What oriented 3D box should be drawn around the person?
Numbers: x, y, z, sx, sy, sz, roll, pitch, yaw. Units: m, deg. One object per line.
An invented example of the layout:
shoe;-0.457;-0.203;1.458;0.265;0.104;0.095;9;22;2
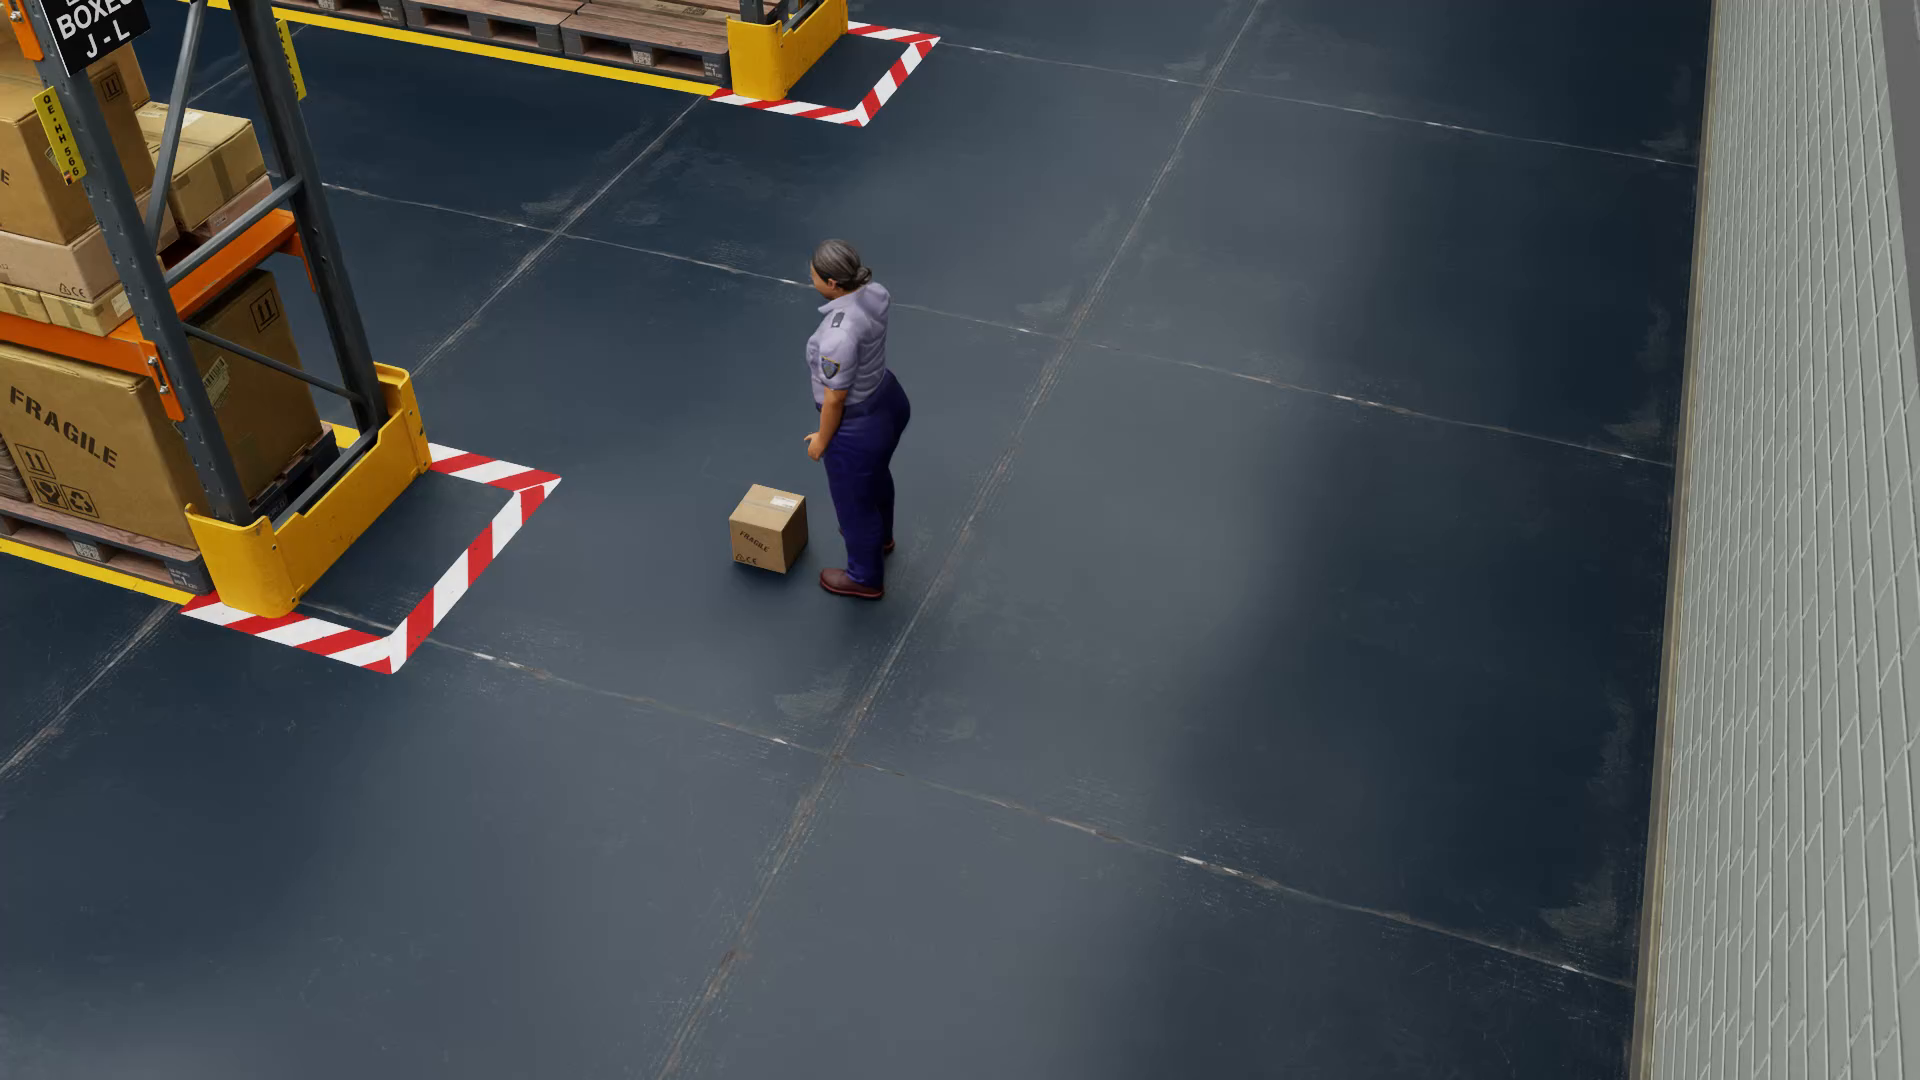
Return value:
person;-0.424;-0.485;6.724;0.411;1.676;0.526;14;44;15
